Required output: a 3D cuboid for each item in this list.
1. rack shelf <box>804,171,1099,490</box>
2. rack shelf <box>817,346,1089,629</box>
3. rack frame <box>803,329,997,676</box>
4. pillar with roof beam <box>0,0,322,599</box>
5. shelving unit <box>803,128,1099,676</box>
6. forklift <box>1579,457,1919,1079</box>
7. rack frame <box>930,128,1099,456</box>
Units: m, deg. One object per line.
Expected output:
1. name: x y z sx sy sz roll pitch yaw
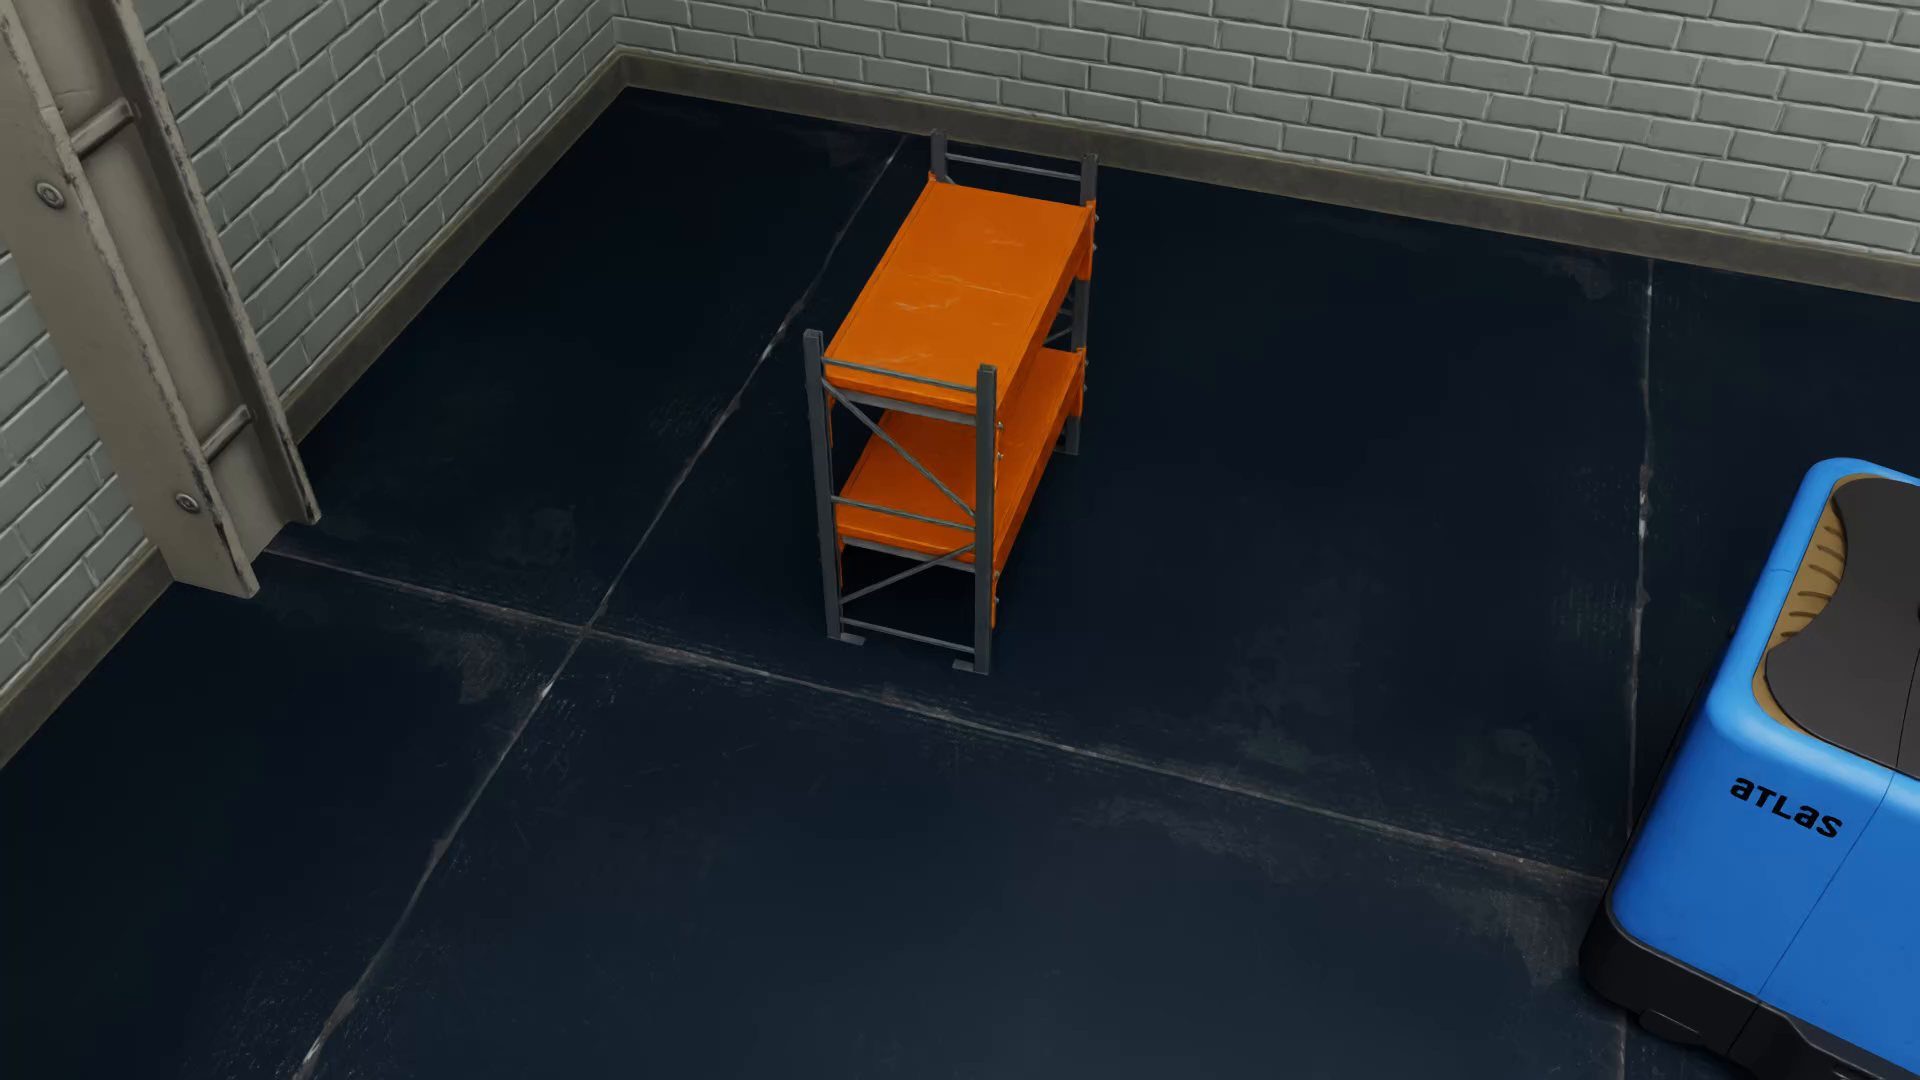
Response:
1. rack shelf: 0.002 -0.616 4.656 0.538 0.278 1.000 13 46 13
2. rack shelf: 0.002 -0.232 5.032 0.538 0.278 1.000 13 46 13
3. rack frame: -0.152 -0.068 4.515 0.500 1.125 0.032 13 46 13
4. pillar with roof beam: 1.854 -2.288 1.154 9.100 9.000 0.400 13 46 13
5. shelving unit: 0.002 -0.407 4.861 0.538 1.125 1.048 13 46 13
6. forklift: 3.032 0.349 2.798 3.031 2.935 1.130 25 50 23
7. rack frame: 0.156 -0.745 5.207 0.500 1.125 0.032 13 46 13
